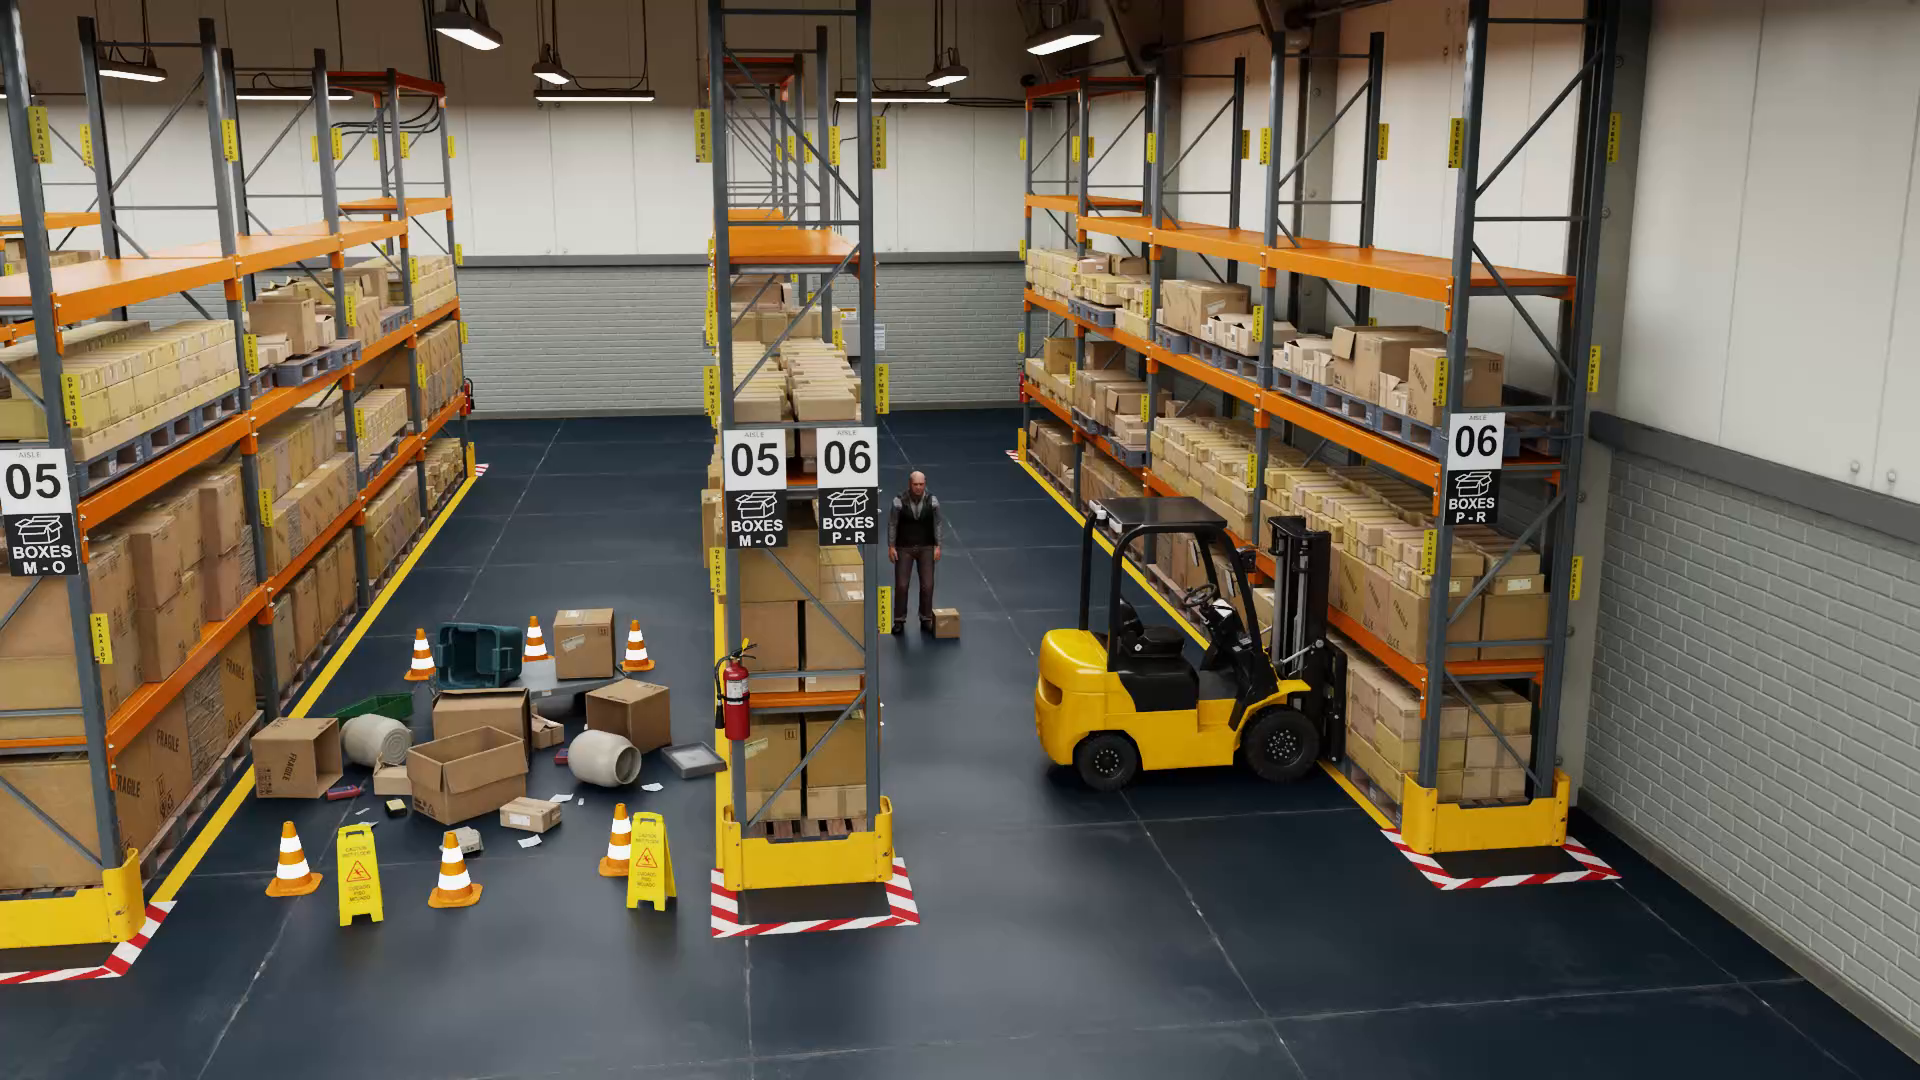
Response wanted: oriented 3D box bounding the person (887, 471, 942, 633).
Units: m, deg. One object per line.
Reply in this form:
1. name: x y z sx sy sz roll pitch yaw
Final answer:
1. person: -0.477 0.109 17.567 0.579 1.720 0.420 -2 13 -9
